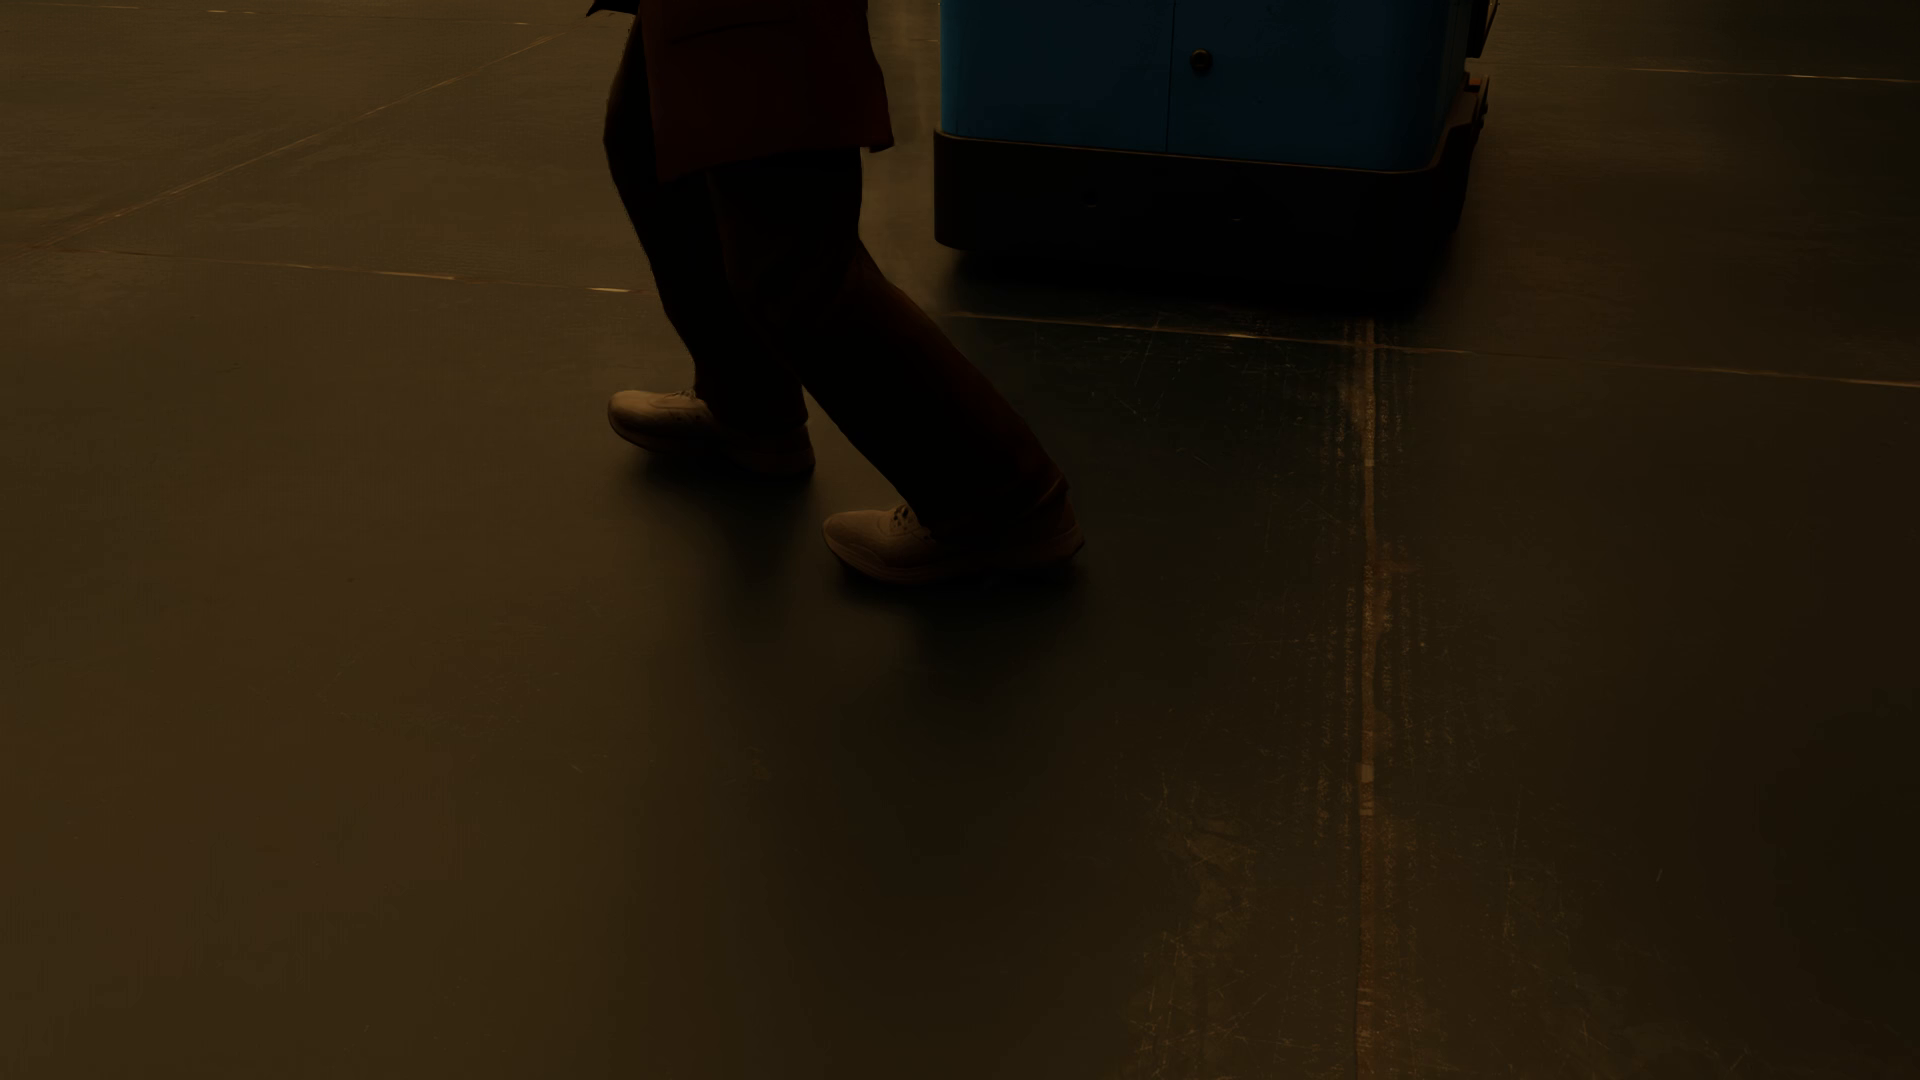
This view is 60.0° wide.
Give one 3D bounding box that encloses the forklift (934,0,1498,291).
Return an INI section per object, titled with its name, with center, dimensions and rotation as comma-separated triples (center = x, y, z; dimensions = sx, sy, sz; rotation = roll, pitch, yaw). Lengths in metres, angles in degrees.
[forklift]
center = 0.901, -2.449, 4.101
dimensions = 1.130, 2.935, 3.031
rotation = 9, 28, 17

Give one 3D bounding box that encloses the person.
[person]
center = -0.303, -0.804, 2.260
dimensions = 0.919, 1.659, 0.804
rotation = -2, 27, -4
